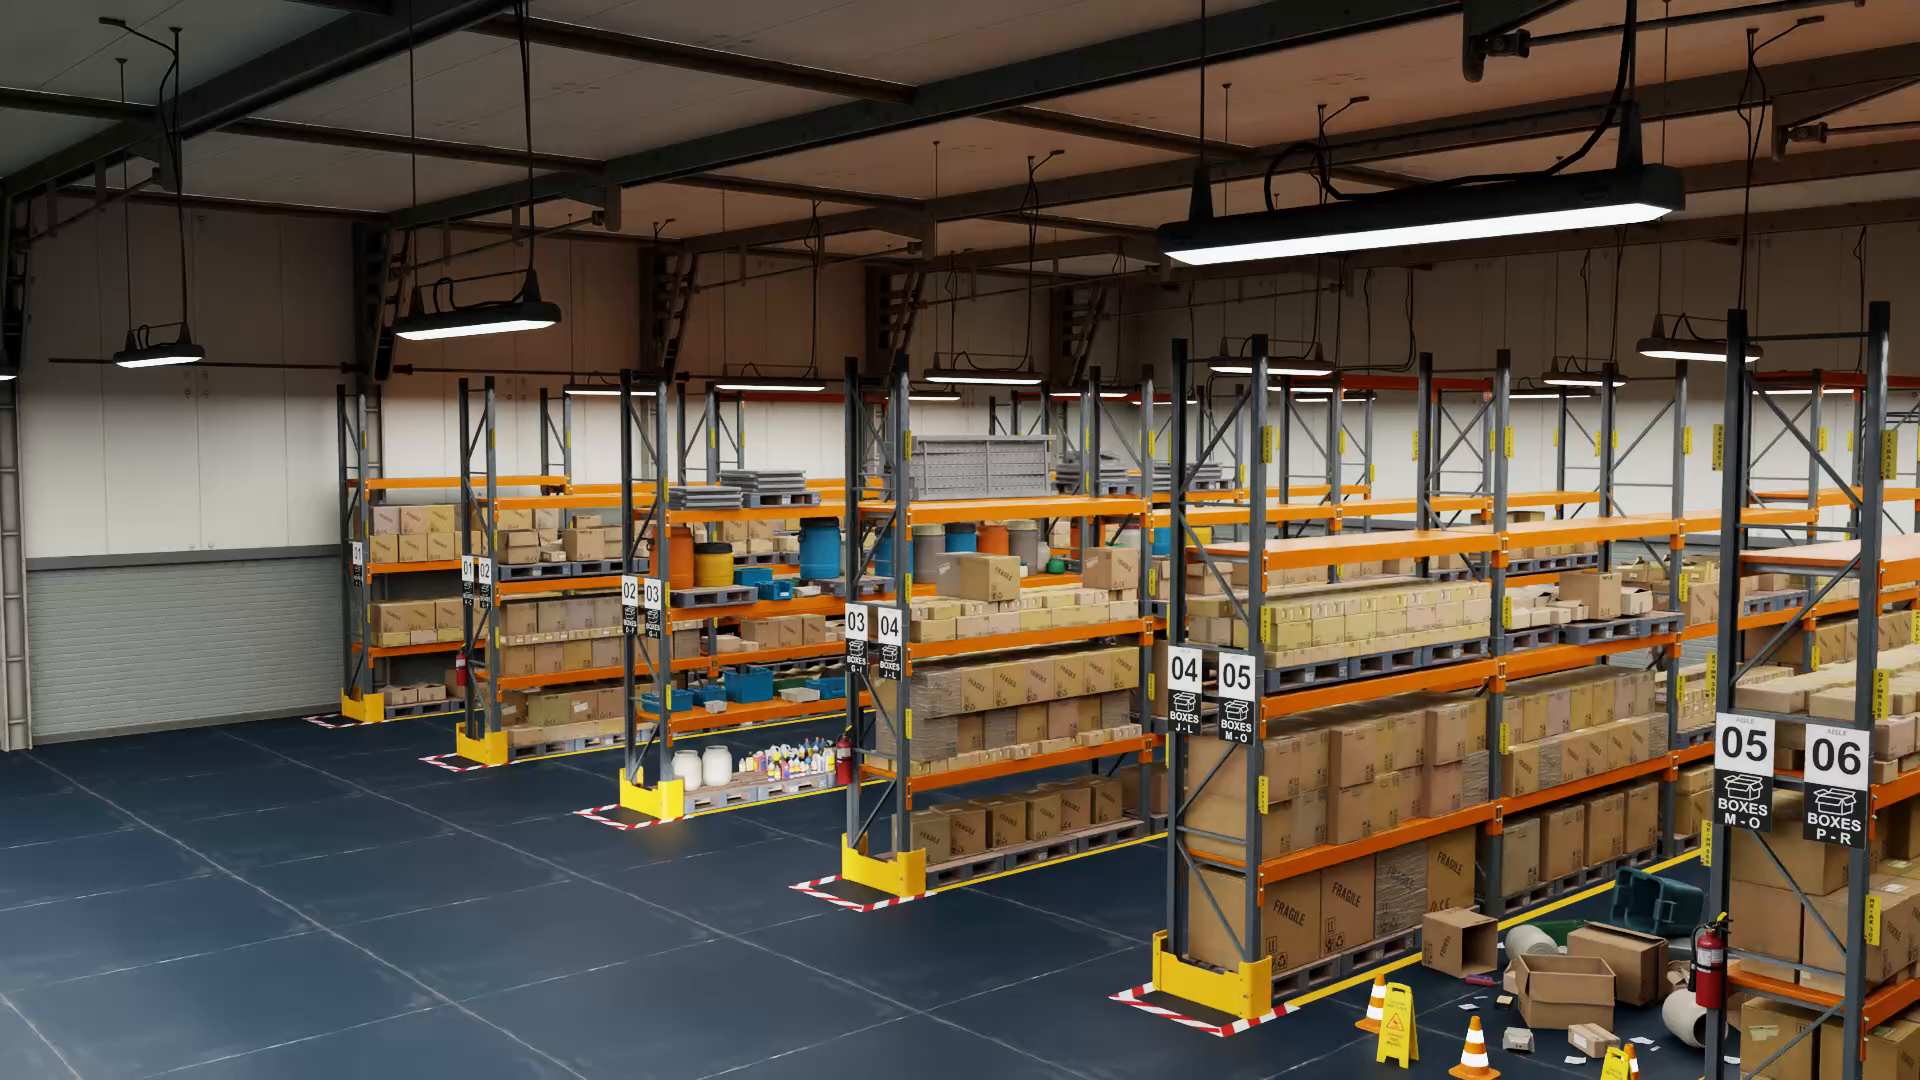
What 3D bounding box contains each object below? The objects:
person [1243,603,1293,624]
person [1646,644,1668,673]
[{"bbox_3d":[8.900,2.320,16.182,12.846,3.639,1.901,0,4,-4],"label":"person"},{"bbox_3d":[13.476,2.293,31.879,0.593,1.626,0.623,-3,5,-35],"label":"person"}]
